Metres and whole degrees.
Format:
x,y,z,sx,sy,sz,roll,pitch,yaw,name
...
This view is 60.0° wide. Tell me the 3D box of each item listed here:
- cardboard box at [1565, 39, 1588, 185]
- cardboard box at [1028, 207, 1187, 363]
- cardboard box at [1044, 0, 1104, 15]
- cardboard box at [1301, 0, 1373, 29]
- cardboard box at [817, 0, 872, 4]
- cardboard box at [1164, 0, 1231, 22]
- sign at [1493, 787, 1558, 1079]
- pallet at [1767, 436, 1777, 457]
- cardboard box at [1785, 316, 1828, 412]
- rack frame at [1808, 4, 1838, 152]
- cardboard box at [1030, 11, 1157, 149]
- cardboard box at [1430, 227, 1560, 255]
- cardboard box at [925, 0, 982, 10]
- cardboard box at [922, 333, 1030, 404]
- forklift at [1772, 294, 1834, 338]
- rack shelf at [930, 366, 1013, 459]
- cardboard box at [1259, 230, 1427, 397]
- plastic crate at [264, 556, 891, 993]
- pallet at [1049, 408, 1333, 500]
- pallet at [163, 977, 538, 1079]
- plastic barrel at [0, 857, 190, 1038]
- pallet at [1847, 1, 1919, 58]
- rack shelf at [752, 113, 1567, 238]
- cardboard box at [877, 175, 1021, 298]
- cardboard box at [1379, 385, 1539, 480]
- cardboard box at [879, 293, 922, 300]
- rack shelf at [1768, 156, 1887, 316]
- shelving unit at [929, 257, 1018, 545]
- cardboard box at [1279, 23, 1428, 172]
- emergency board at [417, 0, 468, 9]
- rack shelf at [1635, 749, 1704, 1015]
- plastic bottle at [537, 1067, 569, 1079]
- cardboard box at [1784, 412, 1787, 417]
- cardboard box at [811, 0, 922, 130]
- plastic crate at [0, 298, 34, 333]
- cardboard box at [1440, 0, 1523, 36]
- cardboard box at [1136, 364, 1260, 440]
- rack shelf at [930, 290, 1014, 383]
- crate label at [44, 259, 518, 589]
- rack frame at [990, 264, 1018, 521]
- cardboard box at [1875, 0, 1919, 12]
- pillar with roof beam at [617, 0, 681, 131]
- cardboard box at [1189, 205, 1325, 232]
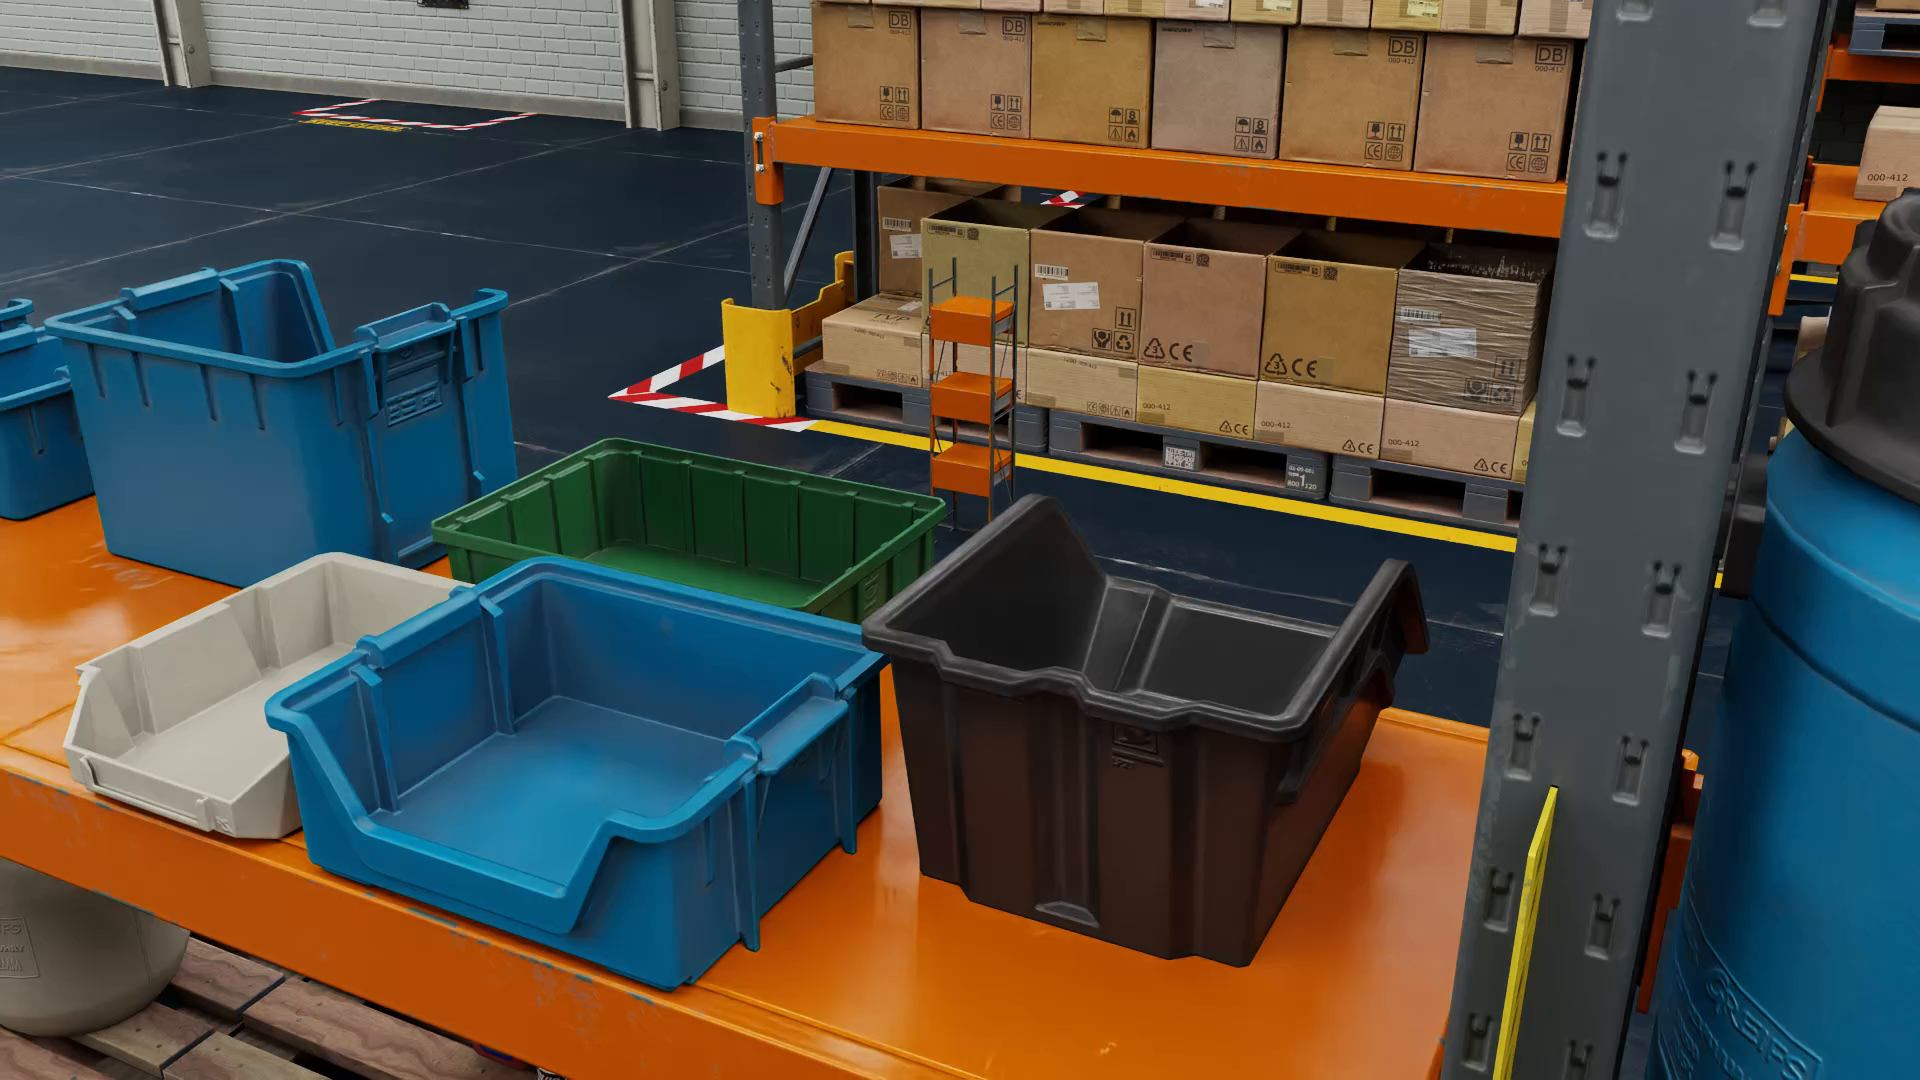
x,y,z,sx,sy,sz,roll,pitch,yaw,name
2.513,-1.567,5.973,0.500,0.500,0.700,10,25,23,cardboard box
0.619,-1.080,6.975,0.500,0.500,0.500,11,25,25,cardboard box
0.517,-2.169,6.561,0.250,0.149,0.380,10,25,23,cardboard box
1.440,-1.987,6.132,0.250,0.149,0.380,12,26,26,cardboard box
-0.405,-2.351,6.988,0.250,0.149,0.380,11,25,24,cardboard box
0.966,-2.079,6.349,0.250,0.149,0.380,11,26,25,cardboard box
0.415,0.348,1.246,0.005,0.325,0.100,11,25,25,sign
3.586,-0.045,6.085,1.213,0.211,1.003,11,25,25,pallet
3.402,-0.659,6.227,0.500,0.311,0.500,11,25,25,cardboard box
5.143,-3.175,9.883,0.127,3.000,1.000,11,25,25,rack frame
0.664,-1.929,6.825,0.500,0.500,0.700,11,26,25,cardboard box
2.189,-0.994,6.773,0.500,0.500,0.500,11,25,25,cardboard box
0.054,-2.260,6.776,0.250,0.149,0.380,11,26,25,cardboard box
0.168,-0.819,7.320,0.500,0.250,0.500,11,25,25,cardboard box
3.003,-2.396,8.140,3.031,2.935,1.130,5,24,12,forklift
0.048,-0.464,6.026,0.240,0.259,0.215,11,25,25,rack shelf
1.510,-0.902,6.557,0.500,0.500,0.500,11,25,25,cardboard box
-0.437,0.253,2.013,0.616,0.251,0.499,11,25,25,plastic crate
1.128,-0.531,7.229,1.213,0.211,1.003,11,25,25,pallet
-1.000,1.220,3.111,1.213,0.211,1.003,11,25,25,pallet
-1.827,0.708,3.394,0.421,0.512,0.421,0,23,0,plastic barrel
5.760,-2.901,9.484,1.213,0.211,1.003,11,25,25,pallet
1.127,-1.466,6.785,4.000,0.370,1.077,11,25,25,rack shelf
-0.045,-1.433,7.805,0.500,0.500,0.500,11,25,25,cardboard box
1.957,-0.470,6.498,0.500,0.250,0.500,11,25,25,cardboard box
-0.046,-1.087,7.950,0.500,0.250,0.500,11,25,25,cardboard box
4.696,-0.760,5.124,4.000,0.370,1.077,11,25,25,rack shelf
0.048,-0.474,6.022,0.252,1.050,0.215,11,25,25,shelving unit
1.593,-1.747,6.398,0.500,0.500,0.700,12,26,25,cardboard box
-4.954,-5.577,15.531,0.626,1.169,0.157,11,25,25,emergency board
2.458,0.969,1.057,4.000,0.370,1.077,11,25,25,rack shelf
-0.763,0.961,3.172,0.097,0.201,0.097,0,23,0,plastic bottle
3.412,-0.400,6.335,0.500,0.250,0.500,11,25,24,cardboard box
-0.247,-2.110,7.250,0.500,0.500,0.700,11,25,25,cardboard box
-2.315,-0.369,3.475,0.616,0.251,0.499,11,25,25,plastic crate
1.883,-1.898,5.923,0.250,0.149,0.380,11,25,24,cardboard box
1.058,-0.641,6.901,0.500,0.250,0.500,11,25,25,cardboard box
0.048,-0.725,5.915,0.240,0.259,0.215,11,25,25,rack shelf
-1.132,-0.207,2.859,0.616,0.435,0.502,11,25,25,crate label
0.157,-0.452,5.972,0.008,1.050,0.200,11,25,25,rack frame
5.582,-3.322,9.538,0.500,0.500,0.700,11,26,25,cardboard box
-4.709,-6.377,9.746,0.400,9.000,9.100,11,25,25,pillar with roof beam
1.299,-1.173,7.193,0.500,0.500,0.500,11,25,25,cardboard box
